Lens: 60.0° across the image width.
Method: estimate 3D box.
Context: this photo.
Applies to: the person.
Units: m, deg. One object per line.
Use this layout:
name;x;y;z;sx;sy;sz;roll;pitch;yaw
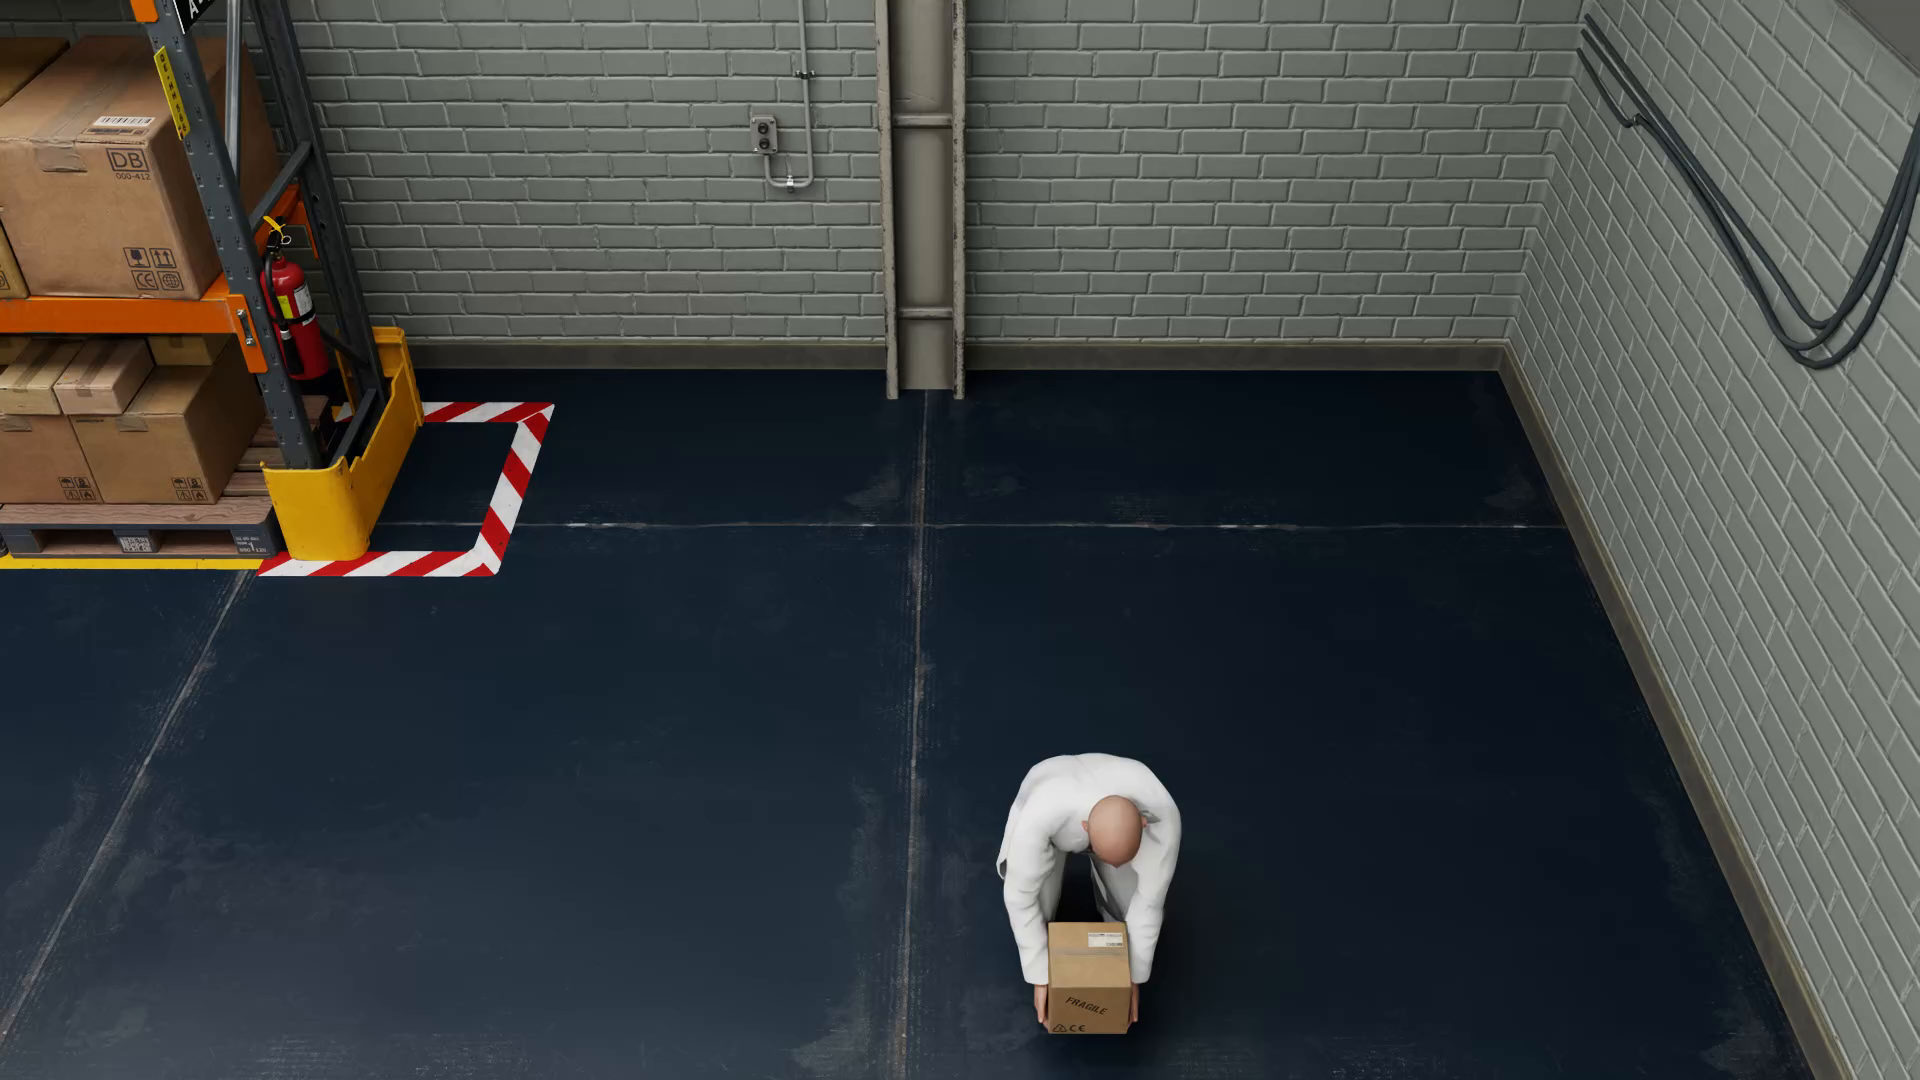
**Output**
person;0.419;1.050;5.499;0.592;0.996;0.902;0;39;0
